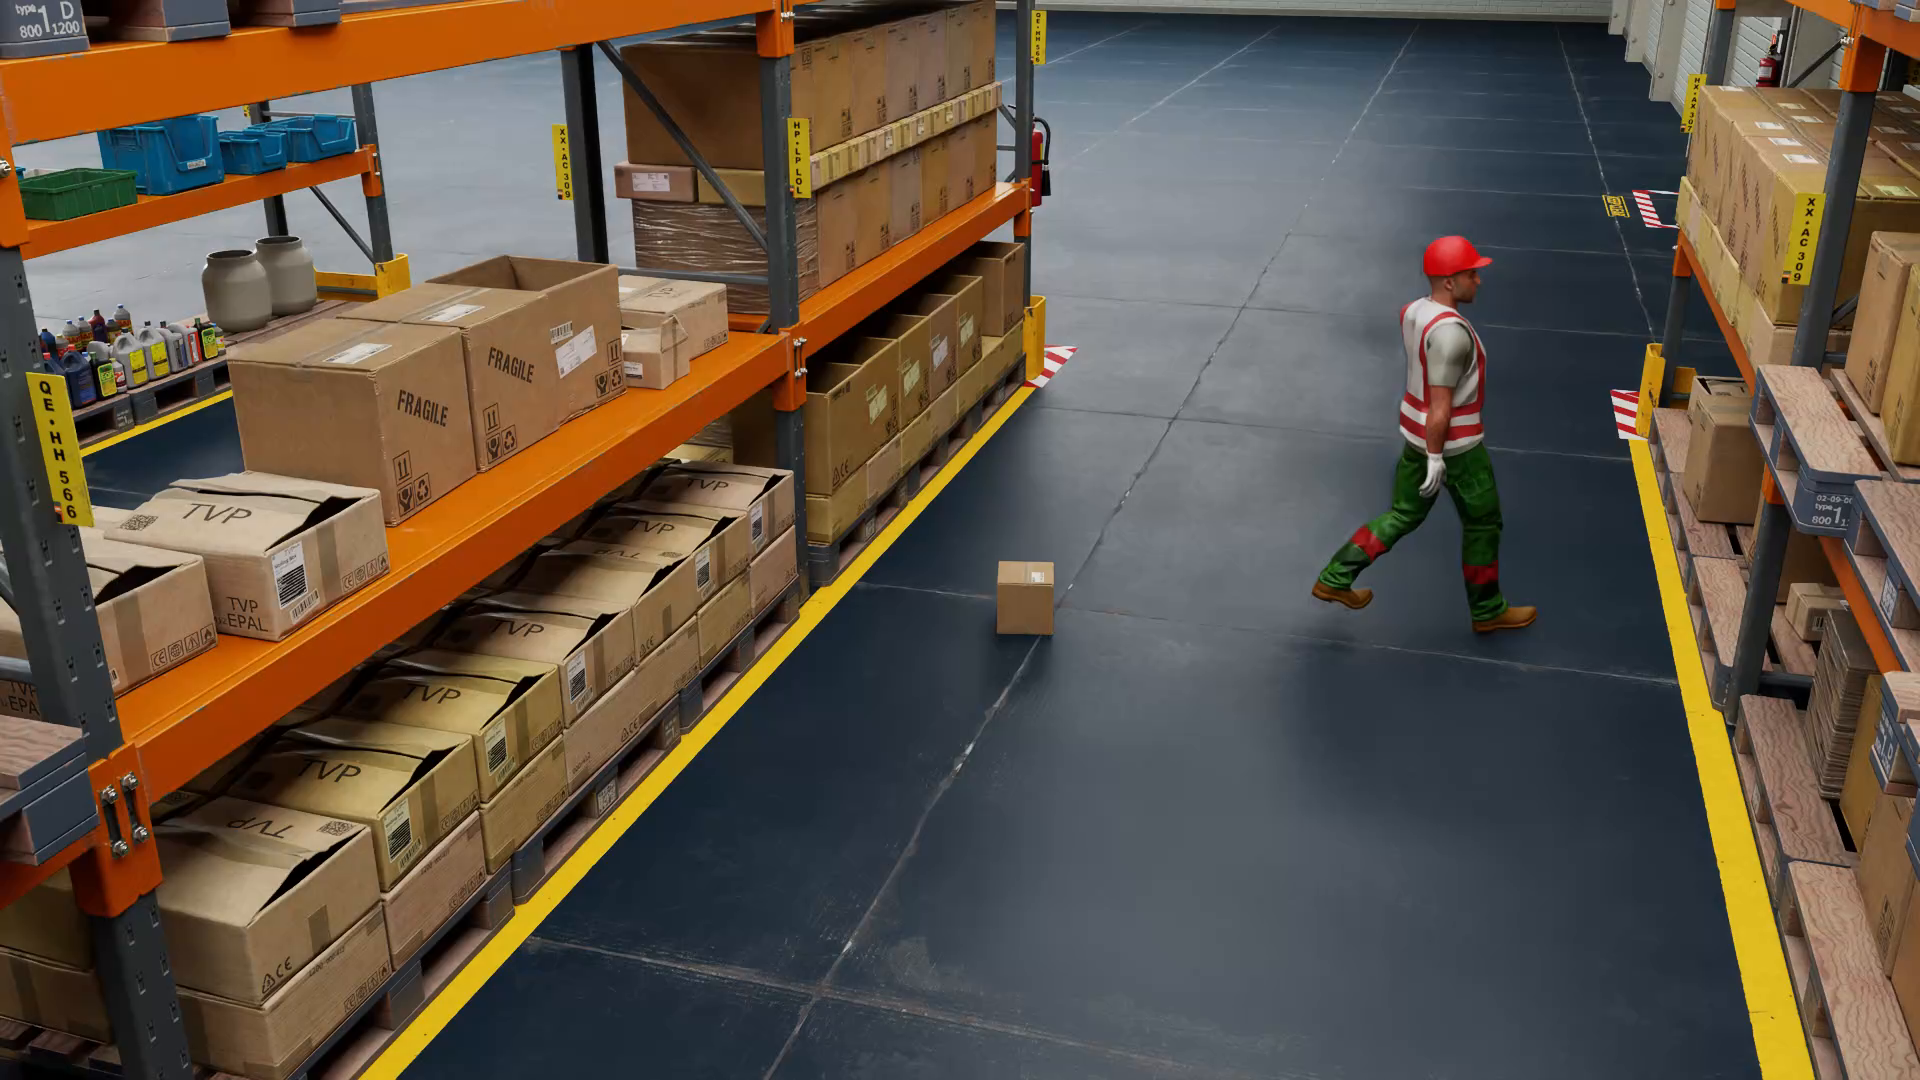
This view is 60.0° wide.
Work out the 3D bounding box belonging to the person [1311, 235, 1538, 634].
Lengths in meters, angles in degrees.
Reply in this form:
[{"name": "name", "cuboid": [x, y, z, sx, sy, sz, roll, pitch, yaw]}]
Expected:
[{"name": "person", "cuboid": [2.073, -0.442, 7.168, 0.990, 1.756, 0.553, -3, 22, -7]}]
